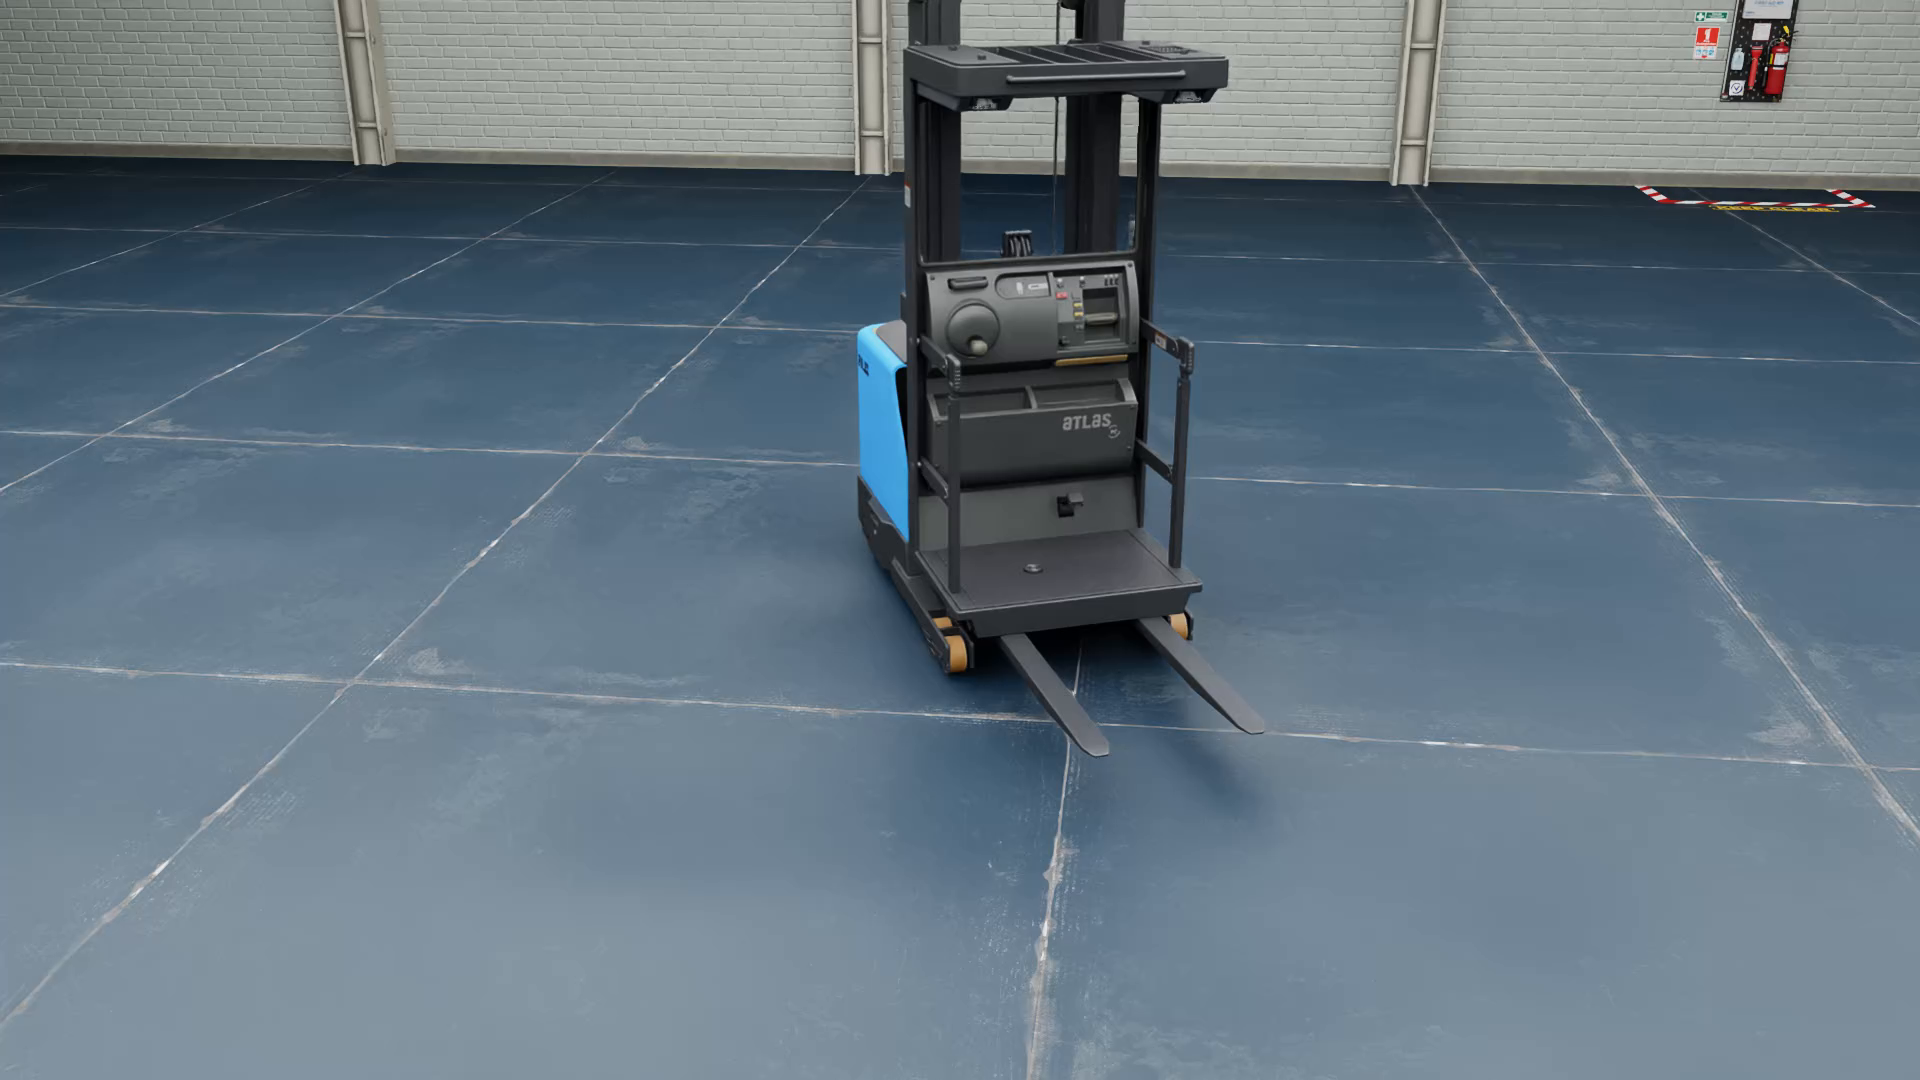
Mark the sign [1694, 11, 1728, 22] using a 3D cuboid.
[{"bbox_3d":[7.949,-5.536,17.592,0.331,0.109,0.001,2,22,6],"label":"sign"}]

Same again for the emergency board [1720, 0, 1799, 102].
[{"bbox_3d":[8.482,-5.214,17.549,0.643,1.169,0.194,2,22,6],"label":"emergency board"}]

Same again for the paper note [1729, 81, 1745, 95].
[{"bbox_3d":[8.314,-4.838,17.794,0.142,0.148,0.016,2,22,6],"label":"paper note"}]

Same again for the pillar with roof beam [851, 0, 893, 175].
[{"bbox_3d":[-1.492,-6.831,13.478,0.400,9.000,9.100,2,22,6],"label":"pillar with roof beam"}]

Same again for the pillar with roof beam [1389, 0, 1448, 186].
[{"bbox_3d":[4.467,-6.571,12.822,0.400,9.000,9.100,2,22,6],"label":"pillar with roof beam"}]

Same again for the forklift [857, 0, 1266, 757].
[{"bbox_3d":[0.376,-0.958,6.876,1.130,2.935,3.031,-6,22,-15],"label":"forklift"}]

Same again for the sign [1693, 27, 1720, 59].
[{"bbox_3d":[7.945,-5.293,17.699,0.234,0.329,0.001,2,22,6],"label":"sign"}]

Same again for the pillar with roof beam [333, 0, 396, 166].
[{"bbox_3d":[-7.450,-7.091,14.135,0.400,9.000,9.100,2,22,6],"label":"pillar with roof beam"}]
